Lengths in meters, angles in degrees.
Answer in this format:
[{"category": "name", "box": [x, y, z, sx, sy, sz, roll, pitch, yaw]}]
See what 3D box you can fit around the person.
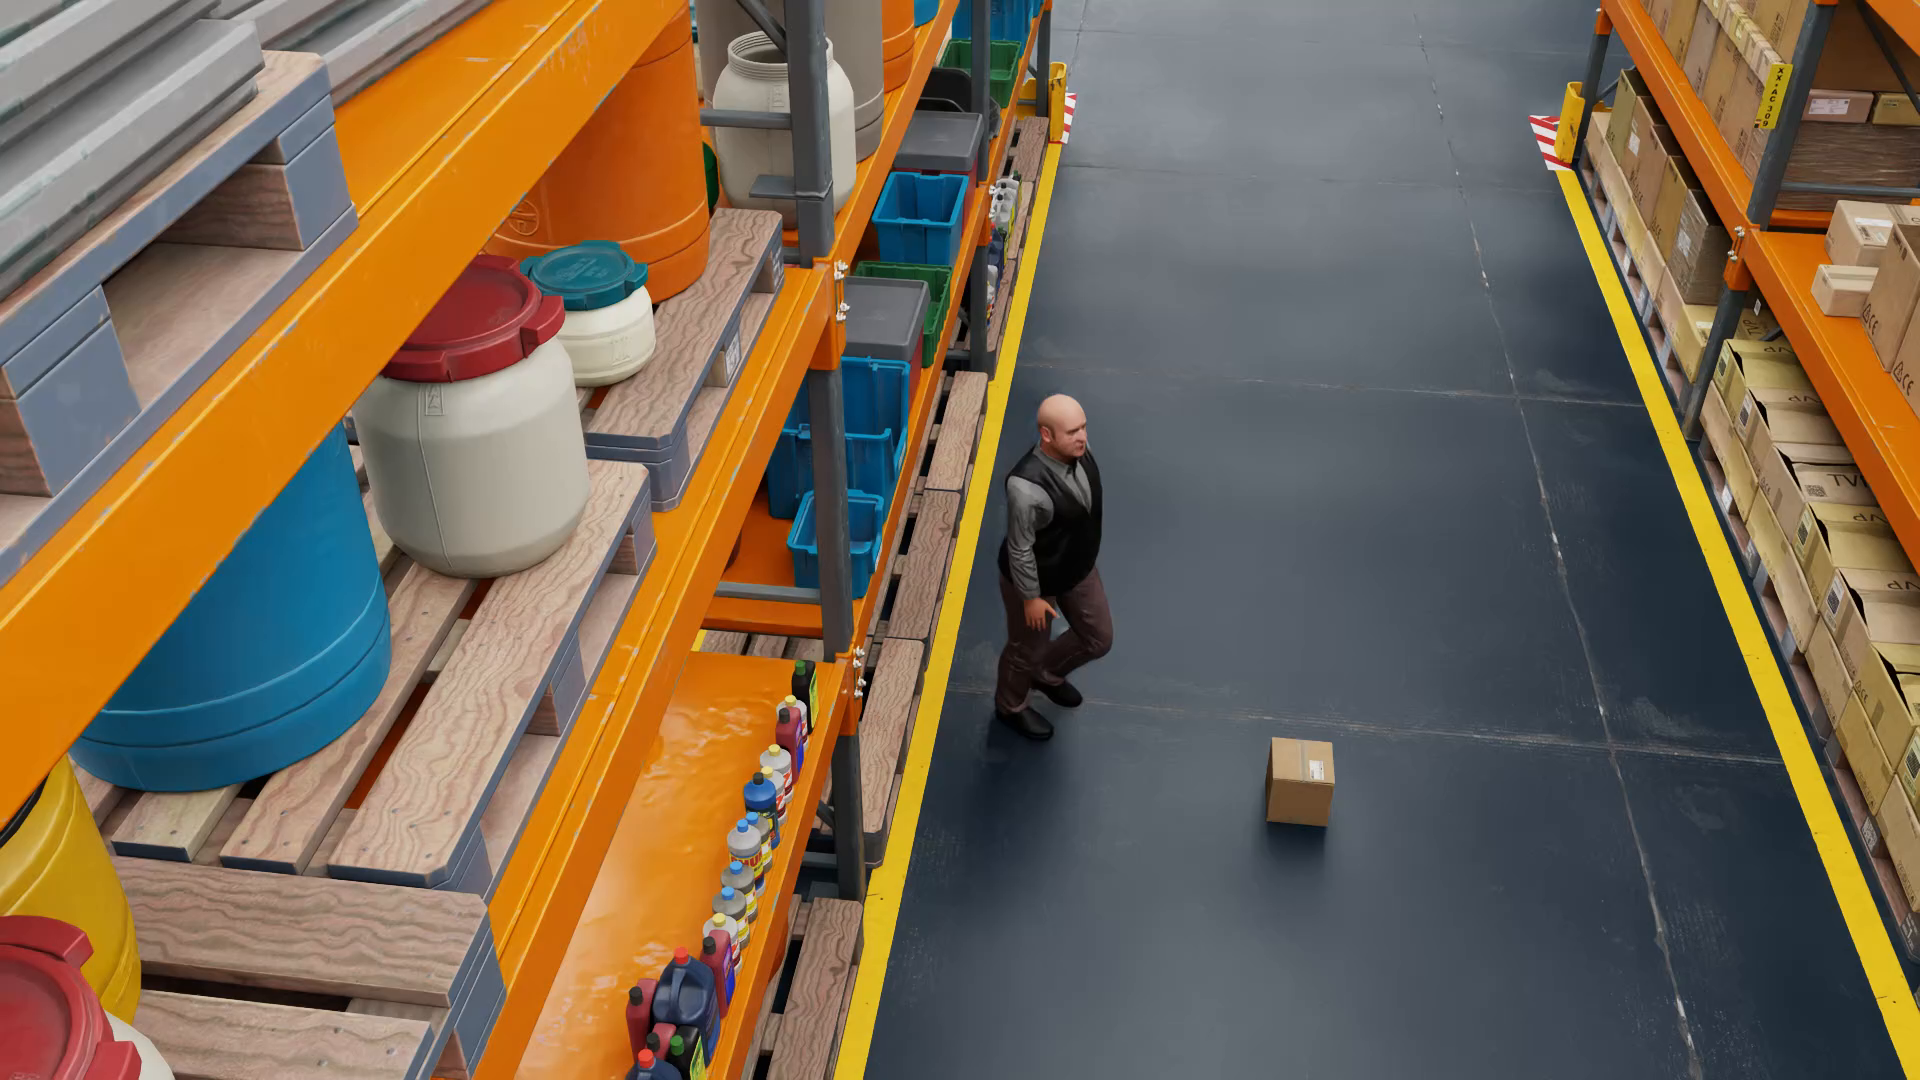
[{"category": "person", "box": [0.359, 0.137, 6.861, 0.485, 1.711, 0.551, 25, 43, 30]}]
